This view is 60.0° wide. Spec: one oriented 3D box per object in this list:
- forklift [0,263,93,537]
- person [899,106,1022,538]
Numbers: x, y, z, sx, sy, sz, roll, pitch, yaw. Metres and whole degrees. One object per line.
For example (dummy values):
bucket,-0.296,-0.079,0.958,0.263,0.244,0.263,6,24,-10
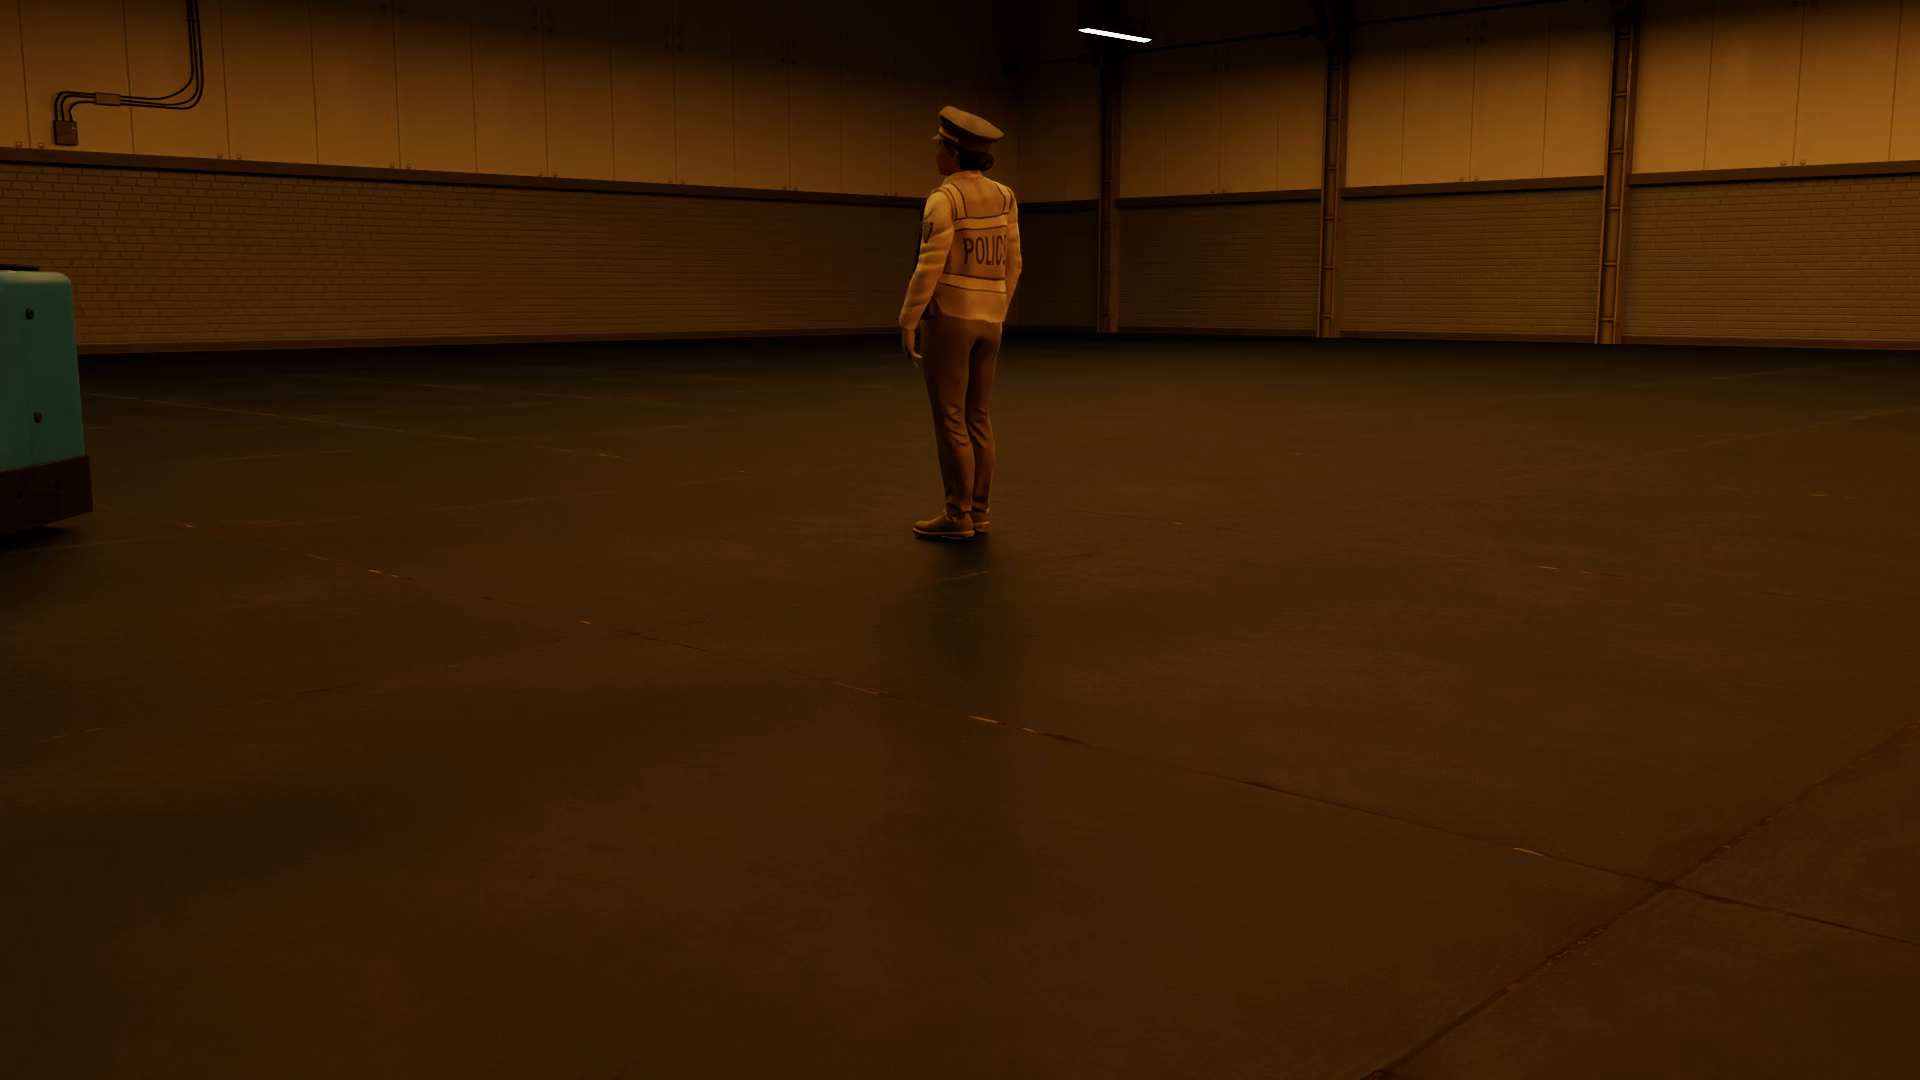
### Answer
forklift,-5.167,-1.425,6.338,3.031,2.935,1.130,0,9,-3
person,-0.044,-0.853,6.641,0.534,1.696,0.587,8,12,43
